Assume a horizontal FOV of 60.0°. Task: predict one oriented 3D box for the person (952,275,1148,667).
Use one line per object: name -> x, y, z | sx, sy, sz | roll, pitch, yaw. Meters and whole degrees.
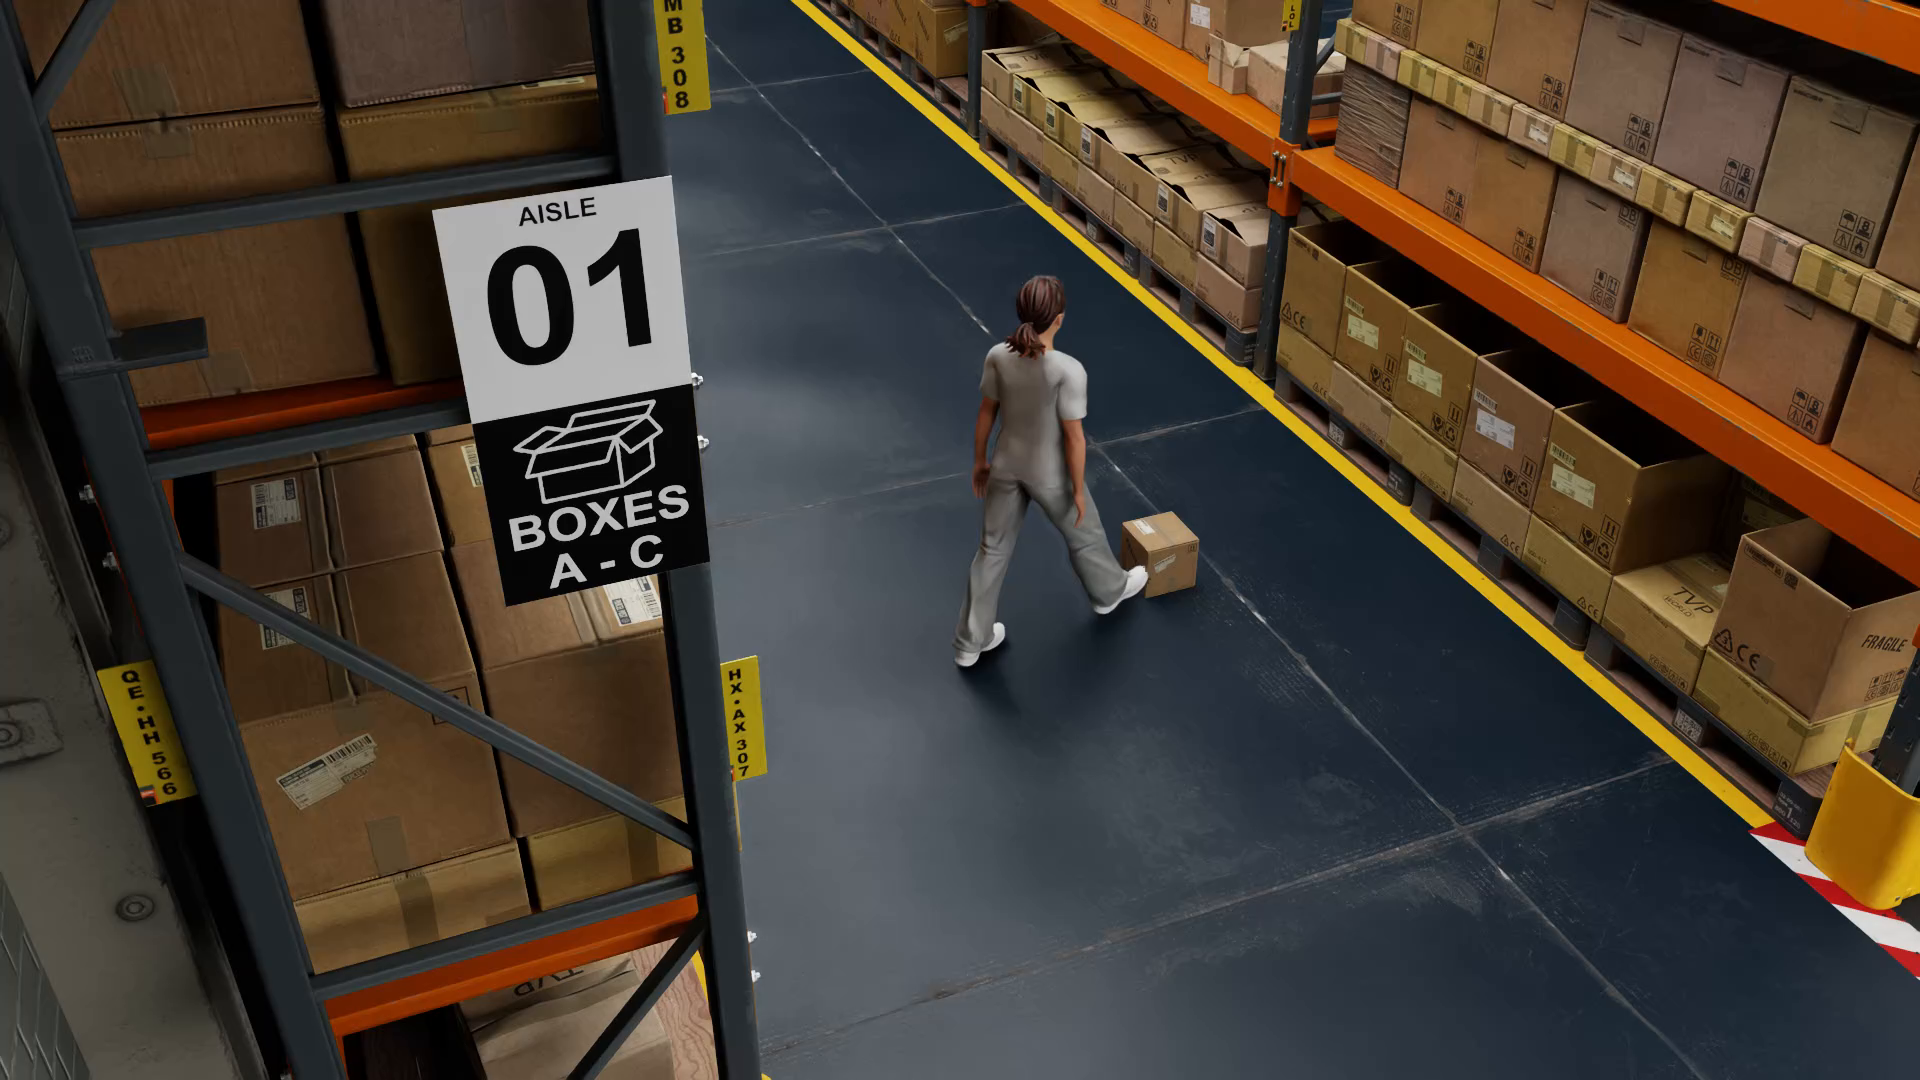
person -> 0.365, -0.319, 6.627 | 0.505, 1.631, 0.918 | 21, 39, 28
